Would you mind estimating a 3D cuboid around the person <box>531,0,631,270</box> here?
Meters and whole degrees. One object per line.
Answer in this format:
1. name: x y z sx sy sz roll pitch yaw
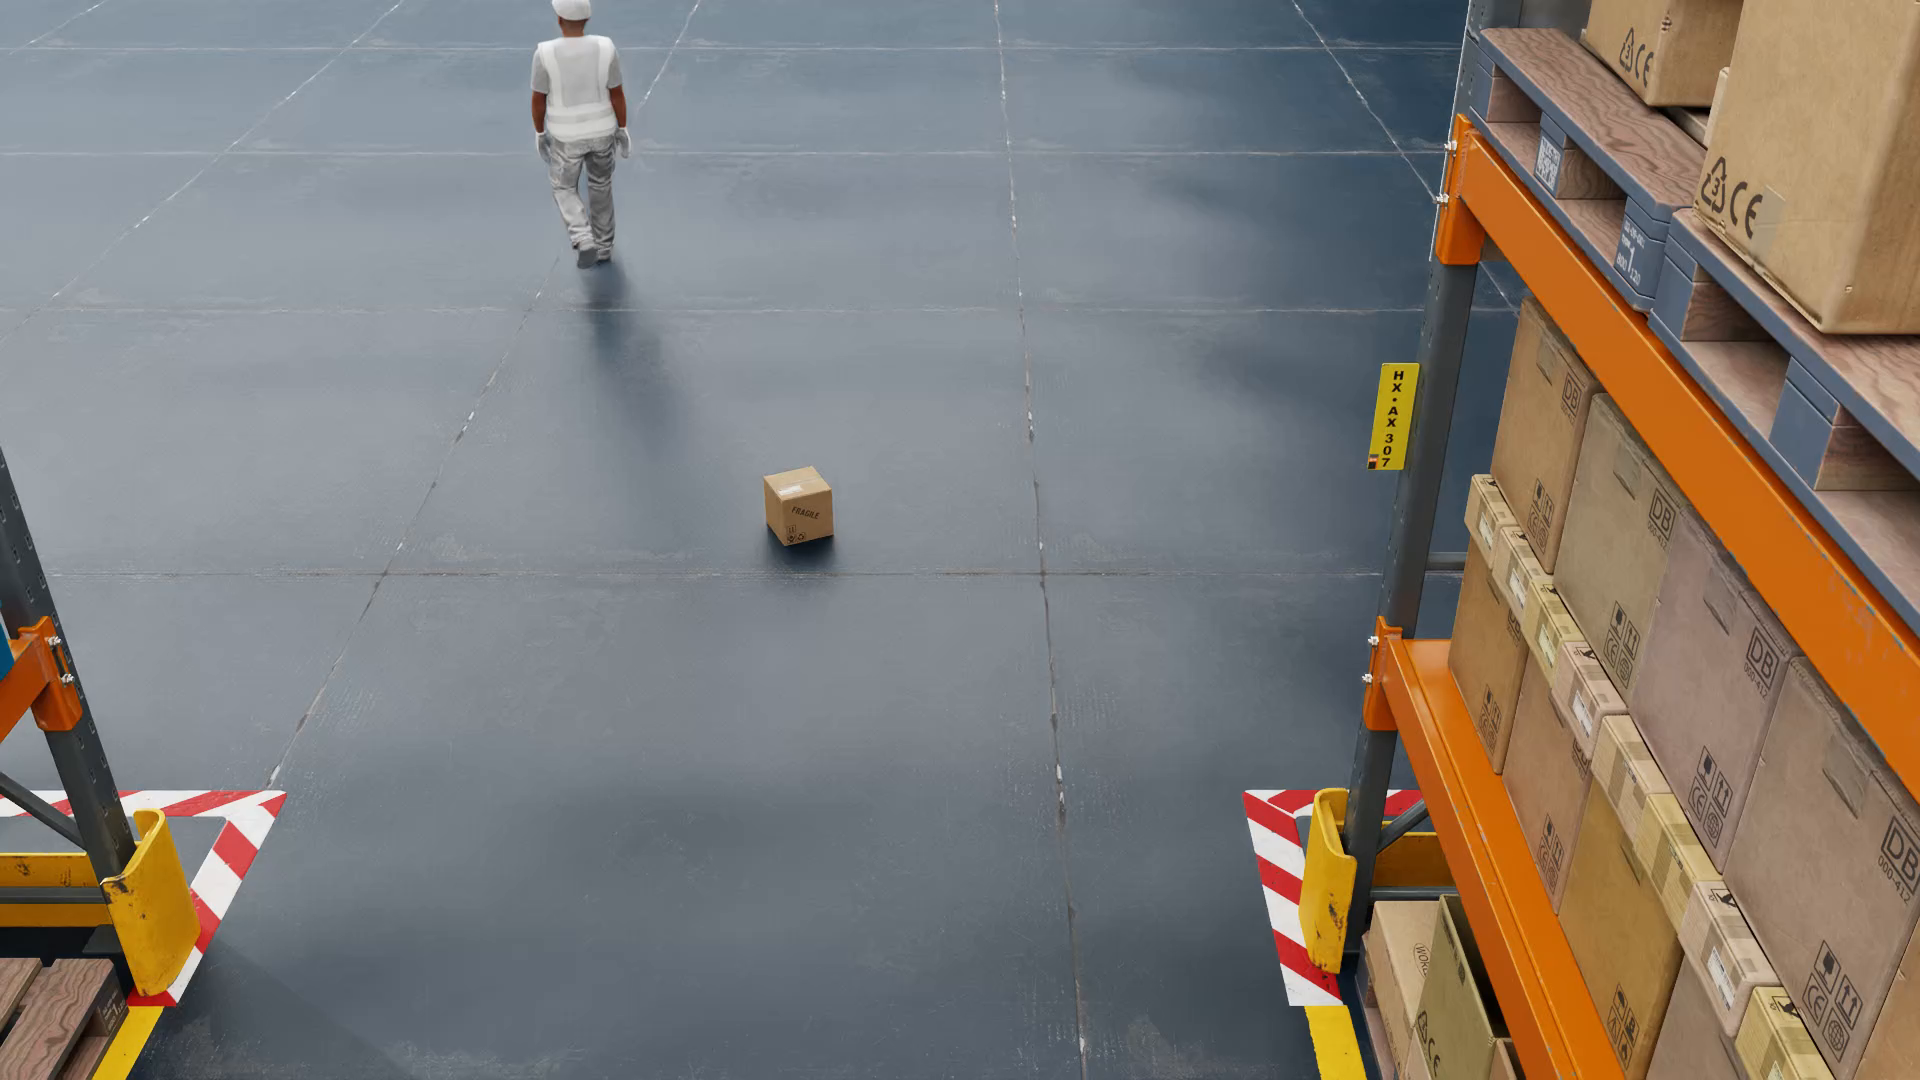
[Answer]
1. person: -2.324 -2.510 10.235 0.577 1.763 0.798 -12 33 -19
